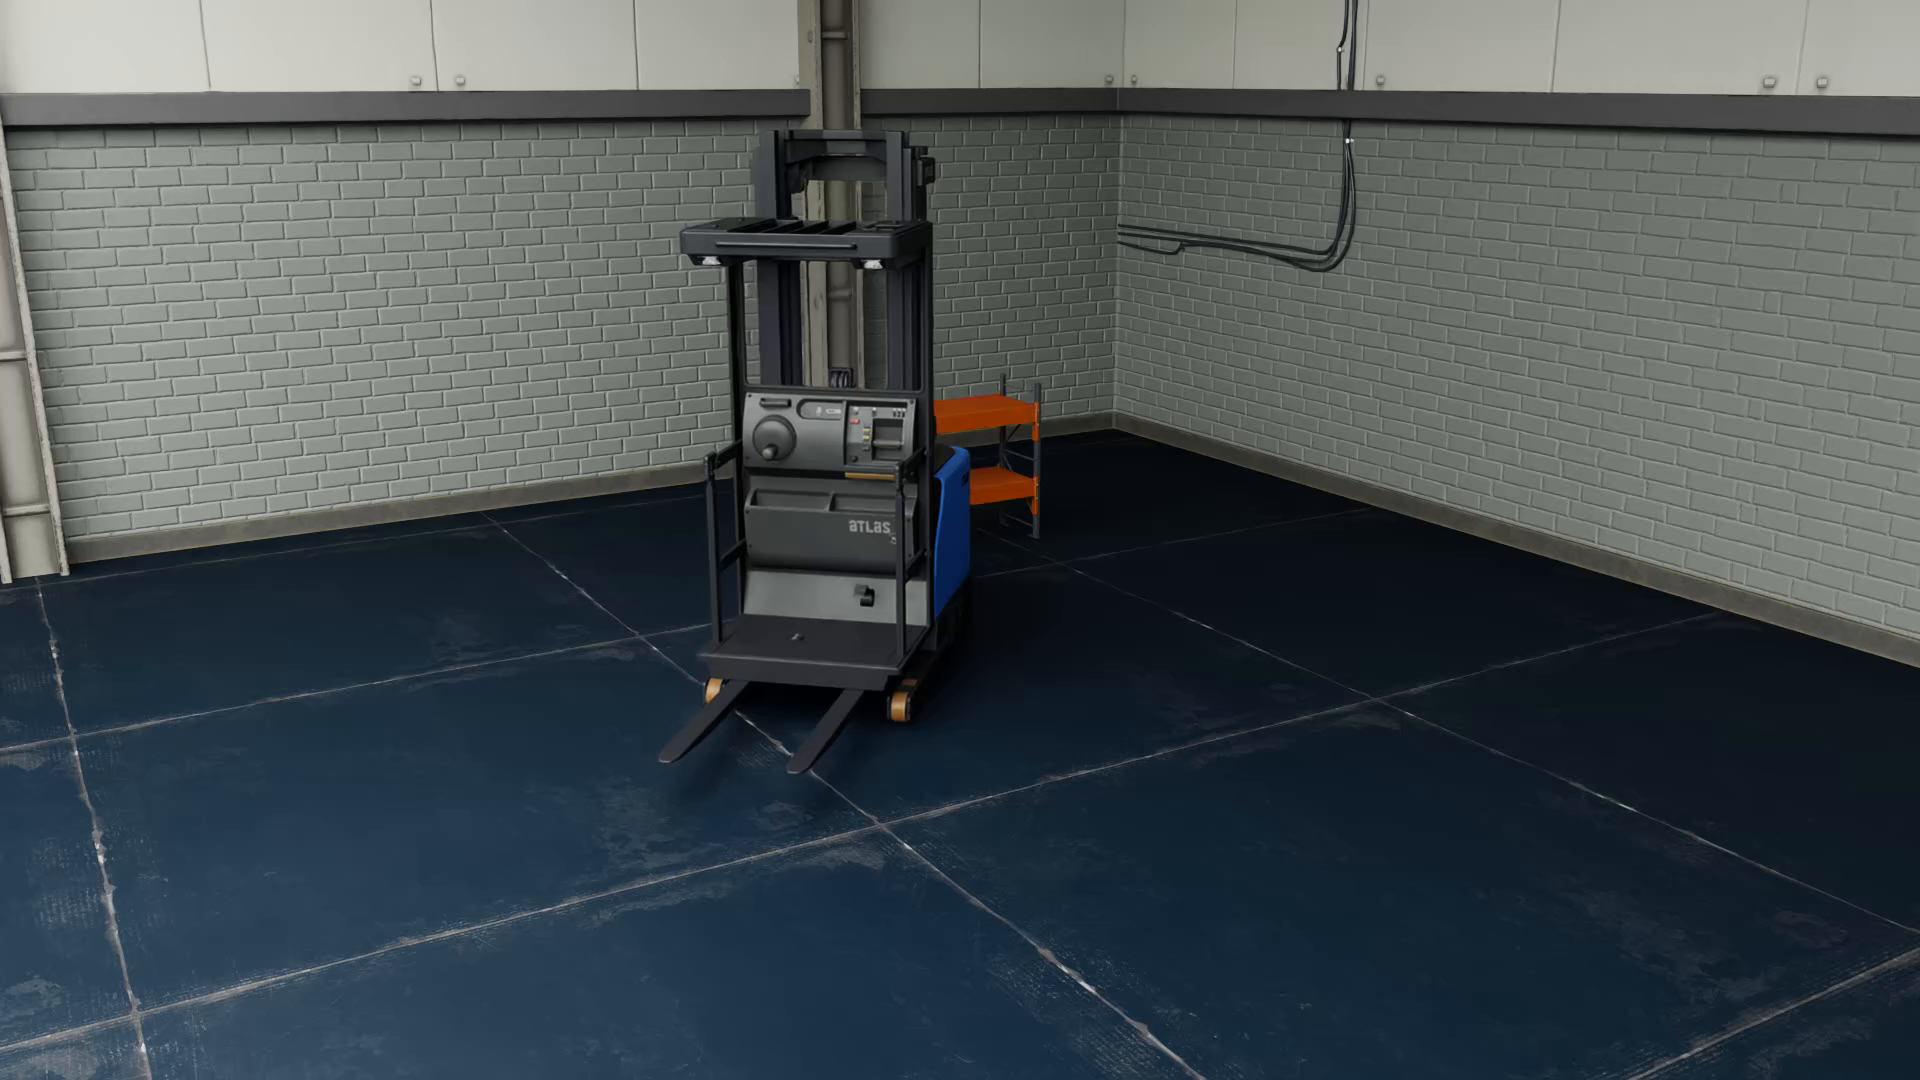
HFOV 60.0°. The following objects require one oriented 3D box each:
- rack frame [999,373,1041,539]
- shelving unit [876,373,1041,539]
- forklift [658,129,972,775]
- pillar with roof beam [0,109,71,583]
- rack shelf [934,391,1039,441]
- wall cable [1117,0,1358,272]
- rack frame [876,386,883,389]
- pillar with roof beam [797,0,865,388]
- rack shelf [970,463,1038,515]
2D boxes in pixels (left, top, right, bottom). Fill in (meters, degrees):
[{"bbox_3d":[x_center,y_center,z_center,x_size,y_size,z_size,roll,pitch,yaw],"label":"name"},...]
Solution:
[{"bbox_3d":[0.430,-0.611,12.007,0.032,1.125,0.500,-9,18,-30],"label":"rack frame"},{"bbox_3d":[-0.006,-0.541,11.755,1.048,1.125,0.538,-9,18,-30],"label":"shelving unit"},{"bbox_3d":[-0.729,-0.578,8.542,1.130,2.935,3.031,3,16,11],"label":"forklift"},{"bbox_3d":[-3.963,-3.114,6.348,0.400,9.000,9.100,-9,18,-30],"label":"pillar with roof beam"},{"bbox_3d":[-0.006,-0.823,11.676,1.000,0.278,0.538,-9,18,-30],"label":"rack shelf"},{"bbox_3d":[2.169,-3.553,13.665,0.112,2.526,3.097,-9,18,-30],"label":"wall cable"},{"bbox_3d":[-0.442,-0.470,11.503,0.032,1.125,0.500,-9,18,-30],"label":"rack frame"},{"bbox_3d":[1.180,-3.949,9.324,0.400,9.000,9.100,-9,18,-30],"label":"pillar with roof beam"},{"bbox_3d":[-0.006,-0.305,11.821,1.000,0.278,0.538,-9,18,-30],"label":"rack shelf"}]
